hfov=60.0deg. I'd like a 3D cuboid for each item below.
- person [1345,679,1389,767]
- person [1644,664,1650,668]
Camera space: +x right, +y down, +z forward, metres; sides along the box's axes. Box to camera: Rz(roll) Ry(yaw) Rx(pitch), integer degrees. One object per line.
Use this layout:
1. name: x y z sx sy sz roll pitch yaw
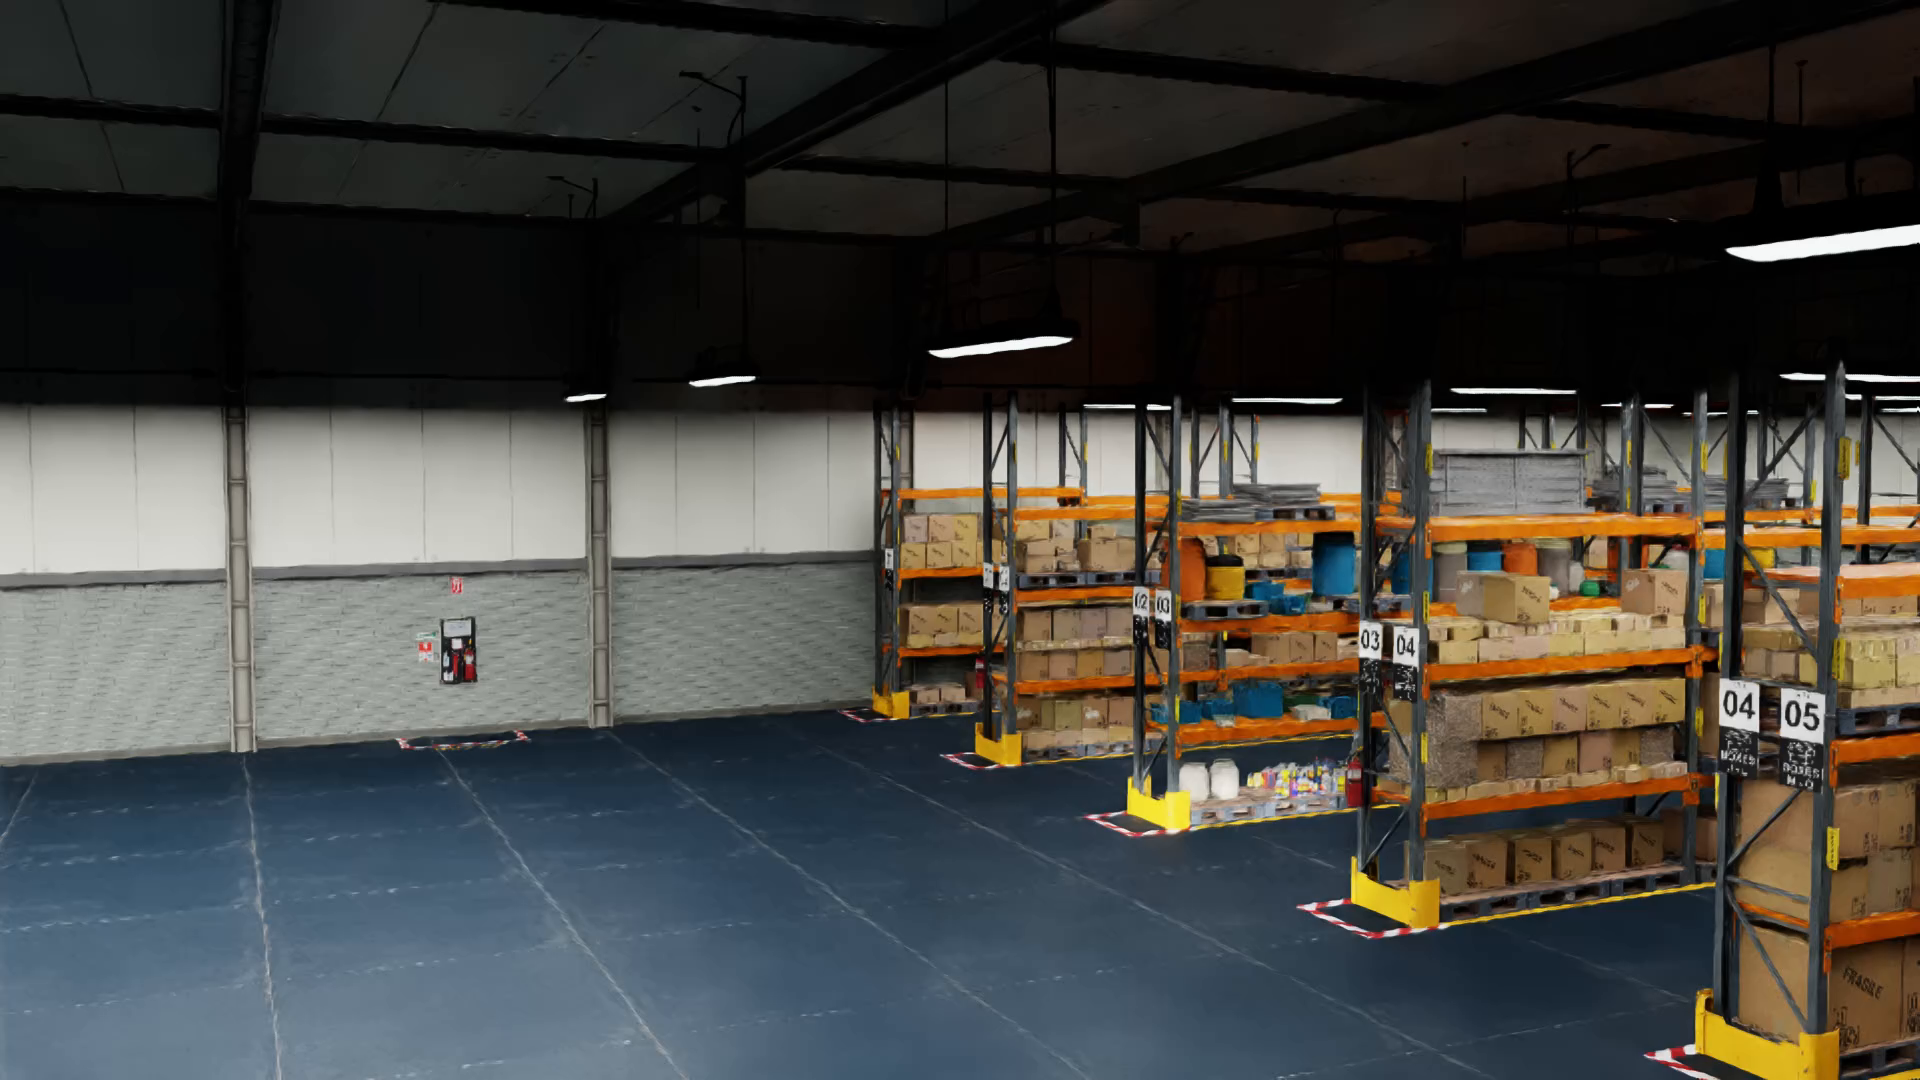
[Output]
1. person: 6.457 2.865 26.220 1.041 1.517 0.415 -2 4 -27
2. person: 15.768 2.155 37.788 0.683 1.643 0.493 1 4 19
